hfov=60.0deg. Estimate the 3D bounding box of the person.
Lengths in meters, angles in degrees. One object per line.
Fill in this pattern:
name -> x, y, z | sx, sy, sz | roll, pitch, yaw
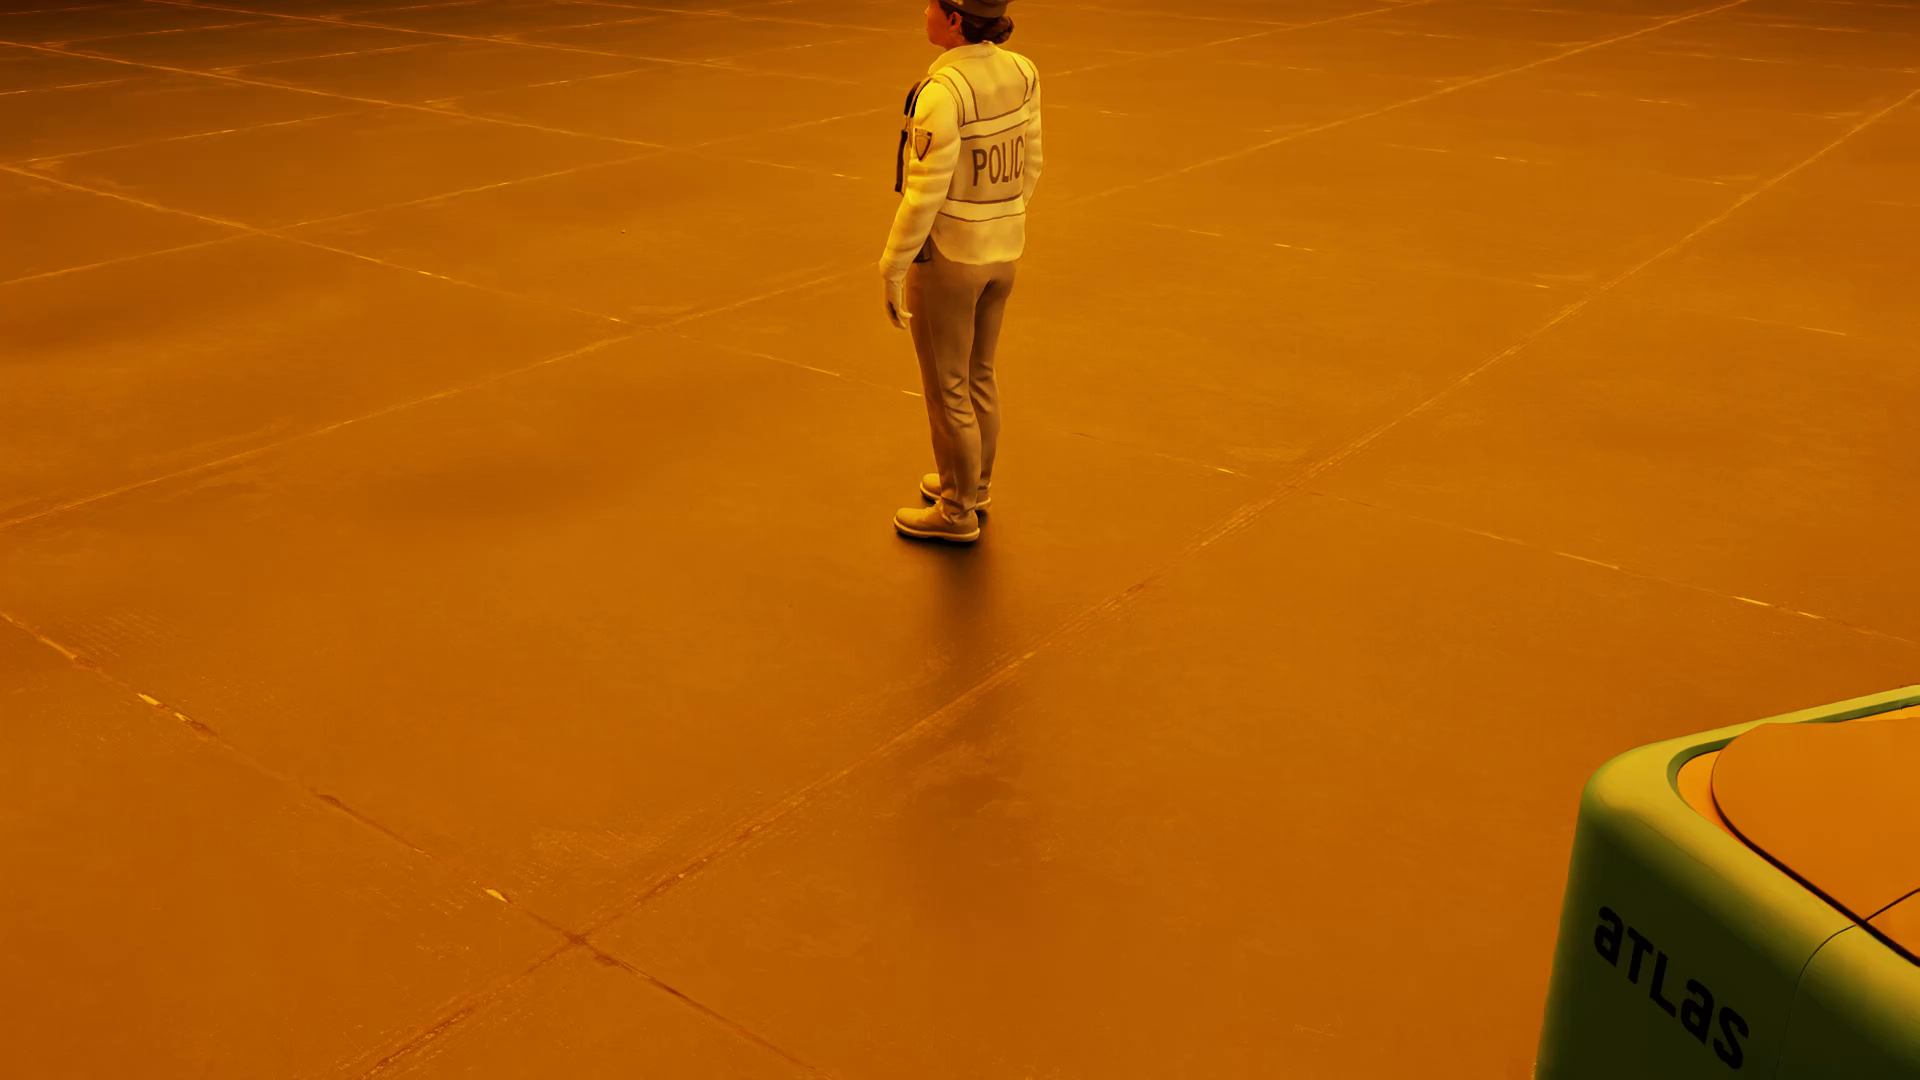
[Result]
person -> -0.051, -0.803, 4.717 | 0.531, 1.695, 0.587 | 17, 29, 34
